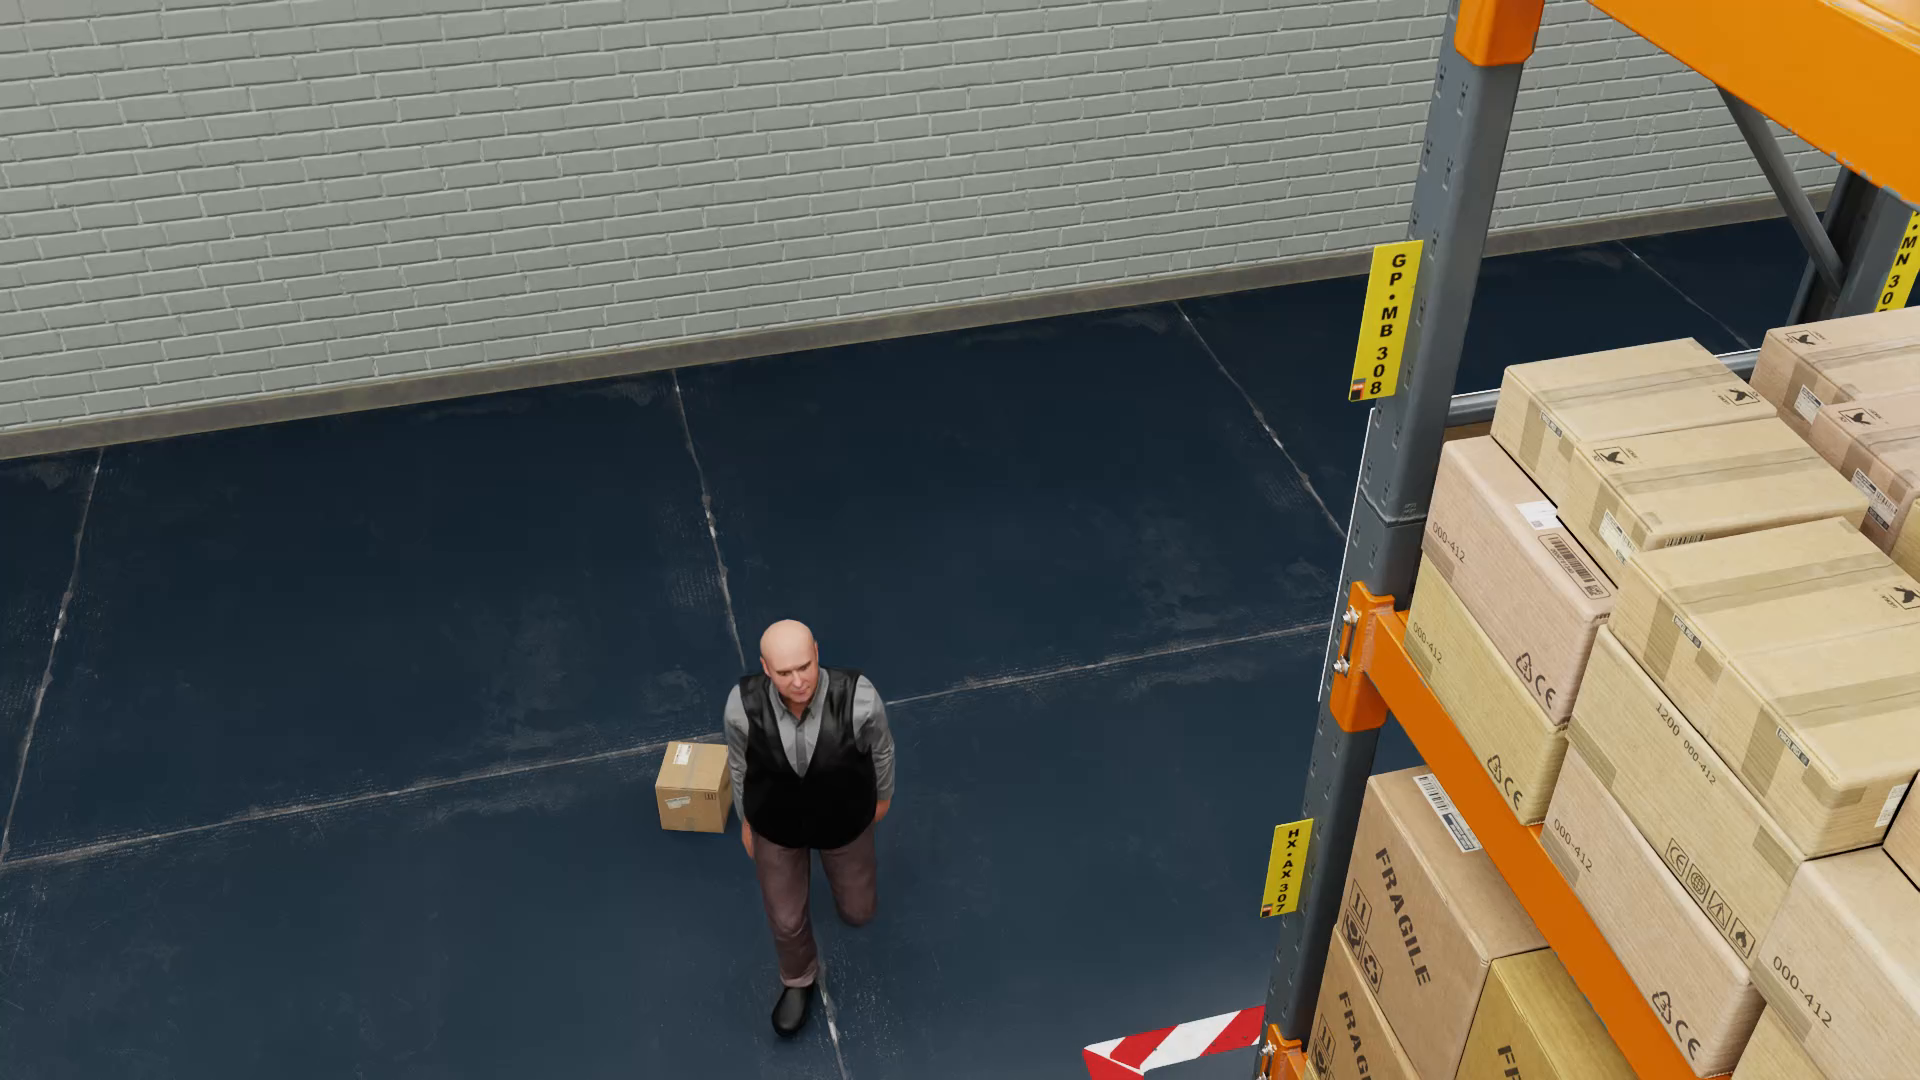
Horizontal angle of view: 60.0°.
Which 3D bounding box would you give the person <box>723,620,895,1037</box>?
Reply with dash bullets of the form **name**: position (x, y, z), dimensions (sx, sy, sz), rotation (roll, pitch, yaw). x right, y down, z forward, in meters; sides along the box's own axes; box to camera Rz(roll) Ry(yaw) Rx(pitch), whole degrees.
- **person**: position (-0.482, 0.882, 5.595), dimensions (0.540, 1.708, 0.695), rotation (-1, 38, -1)
